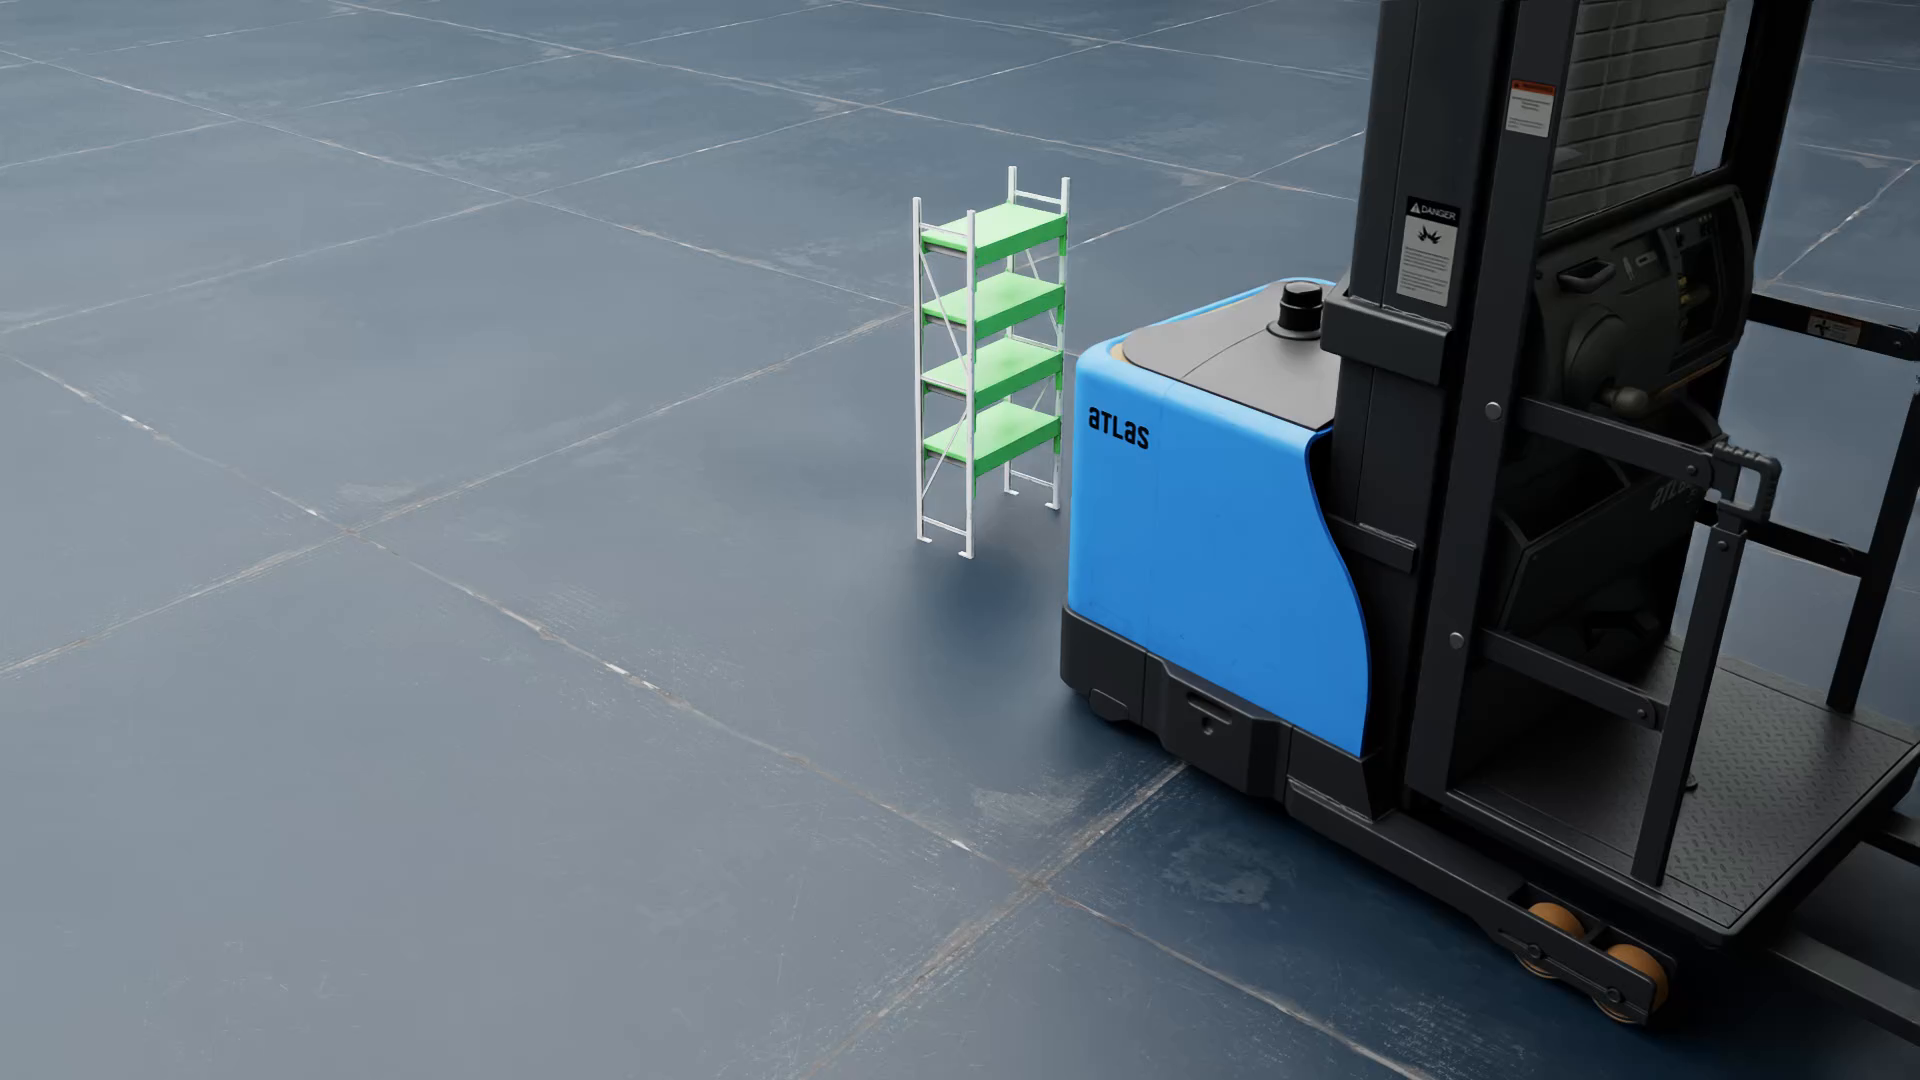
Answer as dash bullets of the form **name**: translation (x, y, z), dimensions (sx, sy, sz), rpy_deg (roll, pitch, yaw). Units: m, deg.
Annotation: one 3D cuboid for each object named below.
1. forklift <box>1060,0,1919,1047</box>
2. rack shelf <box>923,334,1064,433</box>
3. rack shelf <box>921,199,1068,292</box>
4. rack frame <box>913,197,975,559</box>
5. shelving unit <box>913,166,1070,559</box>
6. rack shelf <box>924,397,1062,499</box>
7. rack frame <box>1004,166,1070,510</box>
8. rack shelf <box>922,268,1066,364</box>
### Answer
- **forklift**: translation (1.656, -0.500, 3.527), dimensions (1.130, 2.935, 3.031), rpy_deg (-23, 35, -37)
- **rack shelf**: translation (0.105, -0.535, 5.617), dimensions (0.258, 0.148, 0.480), rpy_deg (21, 34, 34)
- **rack shelf**: translation (0.105, -0.961, 5.397), dimensions (0.258, 0.148, 0.480), rpy_deg (21, 34, 34)
- **rack frame**: translation (-0.050, -0.505, 5.421), dimensions (0.240, 1.200, 0.015), rpy_deg (21, 34, 34)
- **shelving unit**: translation (0.105, -0.592, 5.588), dimensions (0.258, 1.200, 0.503), rpy_deg (21, 34, 34)
- **rack shelf**: translation (0.105, -0.322, 5.727), dimensions (0.258, 0.148, 0.480), rpy_deg (21, 34, 34)
- **rack frame**: translation (0.260, -0.678, 5.755), dimensions (0.240, 1.200, 0.015), rpy_deg (21, 34, 34)
- **rack shelf**: translation (0.105, -0.748, 5.507), dimensions (0.258, 0.148, 0.480), rpy_deg (21, 34, 34)
